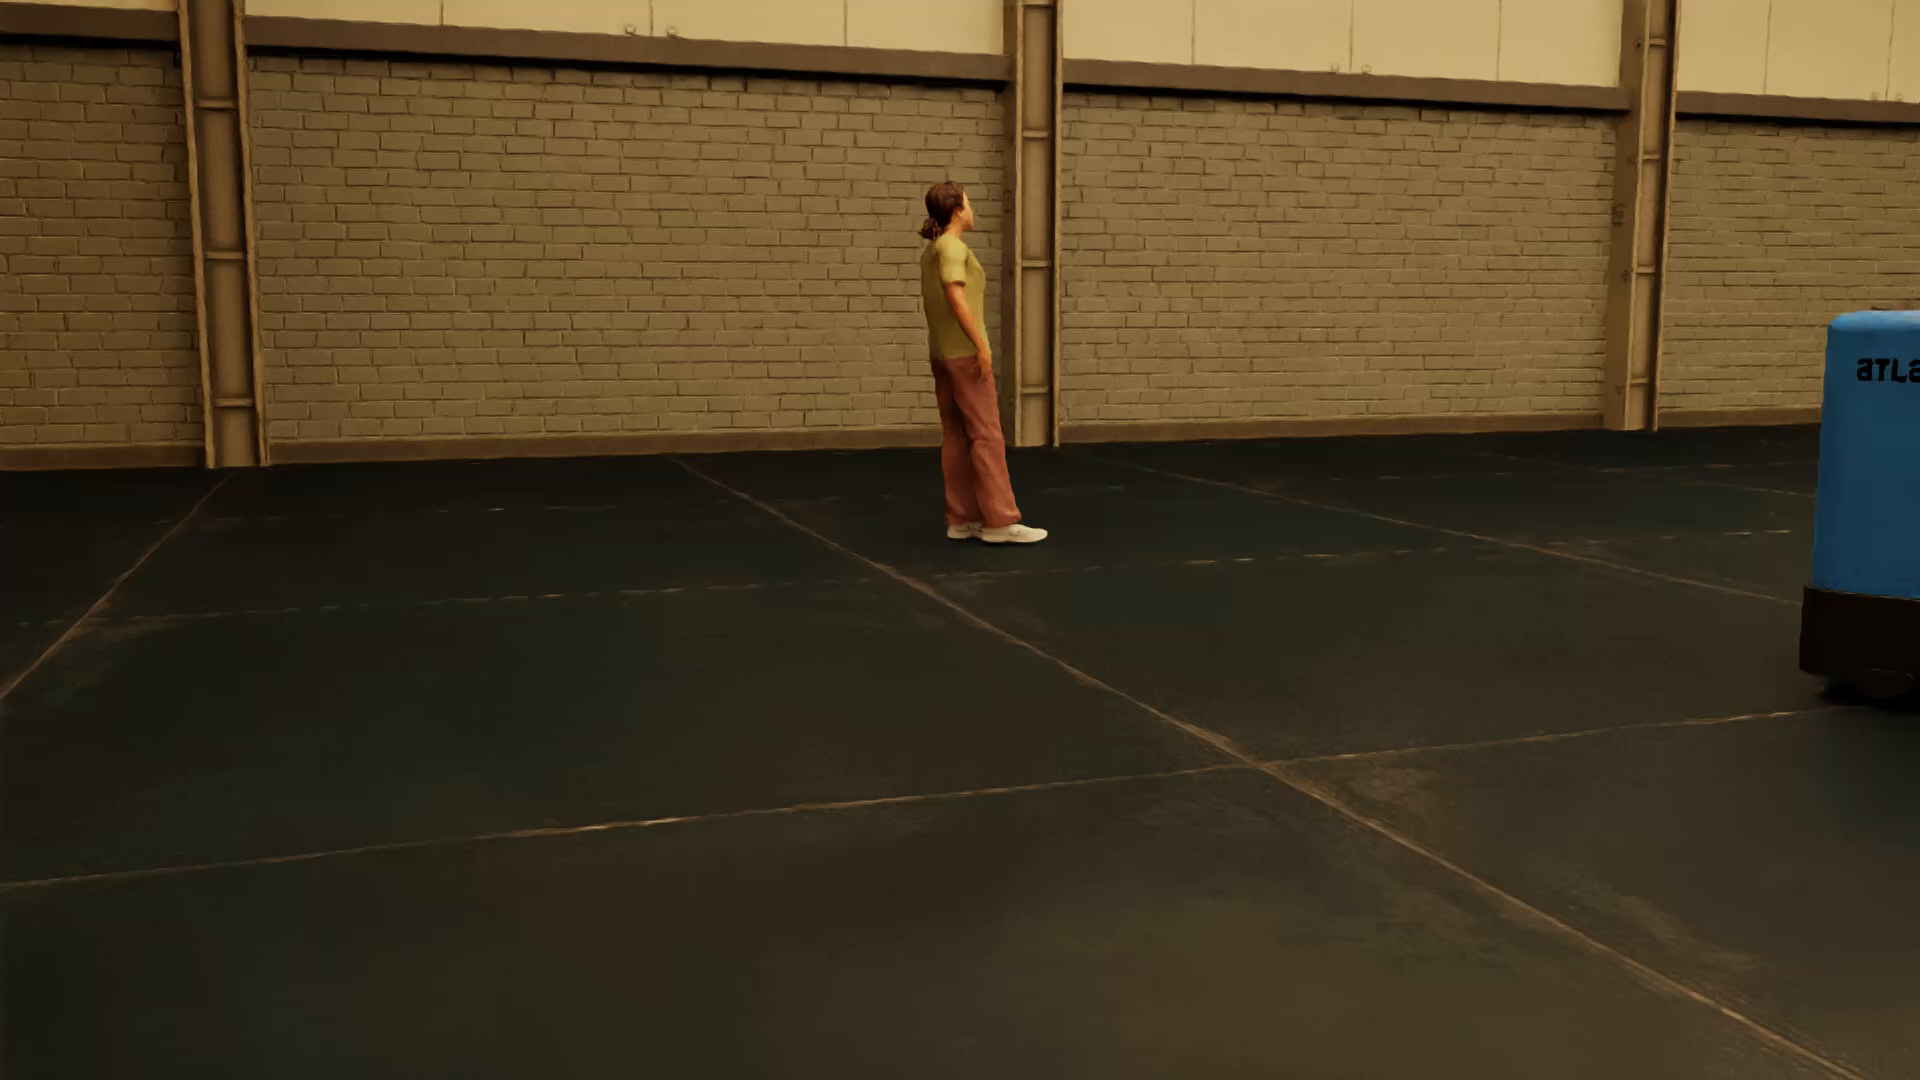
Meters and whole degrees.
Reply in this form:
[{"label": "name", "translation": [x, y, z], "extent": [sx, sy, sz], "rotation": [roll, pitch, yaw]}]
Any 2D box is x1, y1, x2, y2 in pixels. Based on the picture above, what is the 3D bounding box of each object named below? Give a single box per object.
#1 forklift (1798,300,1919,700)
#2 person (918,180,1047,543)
[{"label": "forklift", "translation": [3.747, -0.913, 3.759], "extent": [1.130, 2.935, 3.031], "rotation": [-7, 11, -43]}, {"label": "person", "translation": [0.074, -0.839, 7.823], "extent": [0.548, 1.674, 0.554], "rotation": [-3, 8, -18]}]
